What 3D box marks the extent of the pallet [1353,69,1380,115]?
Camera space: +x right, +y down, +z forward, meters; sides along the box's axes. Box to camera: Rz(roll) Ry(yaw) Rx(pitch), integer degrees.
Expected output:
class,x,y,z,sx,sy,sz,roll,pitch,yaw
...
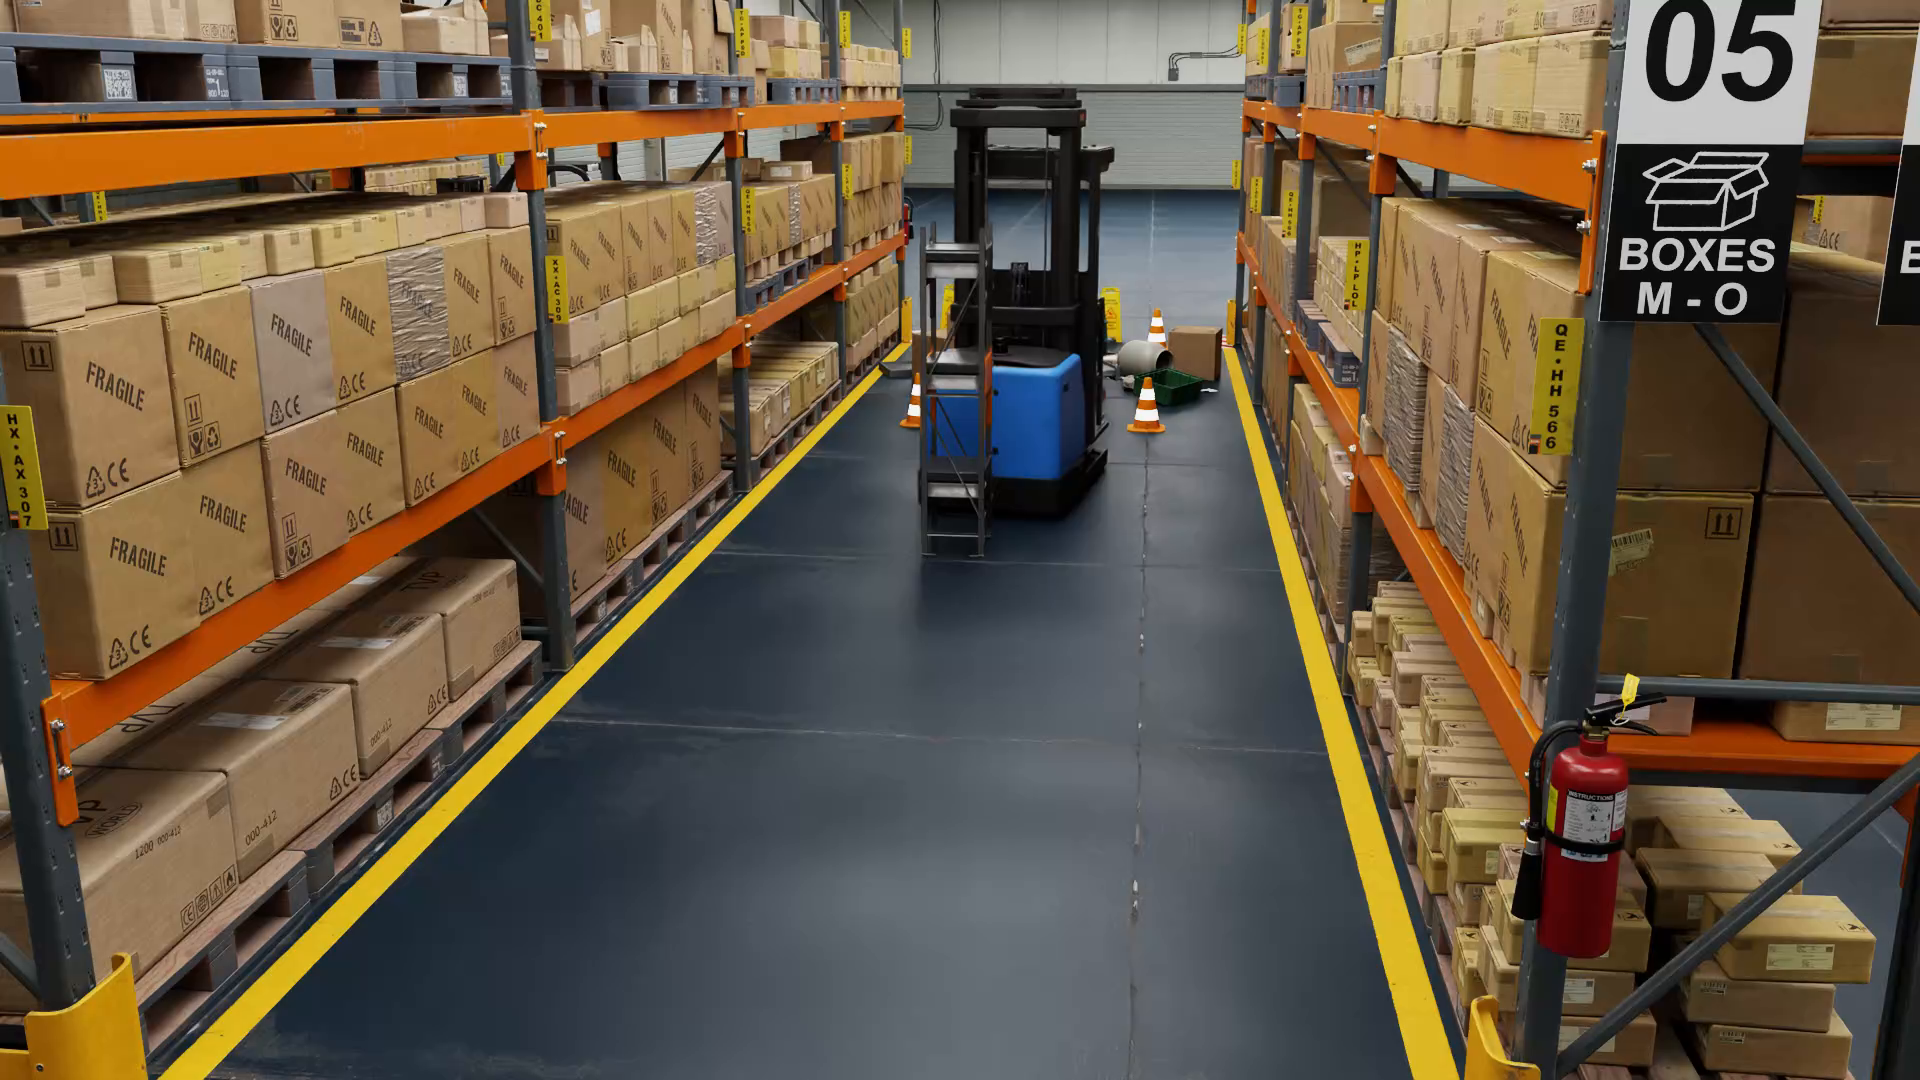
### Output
class,x,y,z,sx,sy,sz,roll,pitch,yaw
pallet,2.583,-2.179,8.088,1.213,0.211,1.003,2,15,6

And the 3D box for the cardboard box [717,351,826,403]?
class,x,y,z,sx,sy,sz,roll,pitch,yaw
cardboard box,-1.754,-1.471,15.085,0.950,0.372,0.625,3,15,10

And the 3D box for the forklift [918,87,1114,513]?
class,x,y,z,sx,sy,sz,roll,pitch,yaw
forklift,0.554,-1.941,12.726,1.130,2.935,3.031,4,16,14

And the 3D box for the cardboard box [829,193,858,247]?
class,x,y,z,sx,sy,sz,roll,pitch,yaw
cardboard box,-1.293,-3.157,16.330,0.500,0.500,0.500,2,15,6

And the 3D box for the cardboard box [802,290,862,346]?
class,x,y,z,sx,sy,sz,roll,pitch,yaw
cardboard box,-1.285,-2.242,16.733,0.500,0.500,0.500,2,15,9

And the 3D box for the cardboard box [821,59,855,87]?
class,x,y,z,sx,sy,sz,roll,pitch,yaw
cardboard box,-1.298,-4.485,15.971,0.500,0.250,0.500,1,15,5

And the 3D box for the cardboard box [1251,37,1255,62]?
class,x,y,z,sx,sy,sz,roll,pitch,yaw
cardboard box,3.340,-5.167,17.500,0.500,0.250,0.500,2,15,6

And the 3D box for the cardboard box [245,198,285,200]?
class,x,y,z,sx,sy,sz,roll,pitch,yaw
cardboard box,-6.359,-3.069,15.332,0.380,0.149,0.250,1,15,5

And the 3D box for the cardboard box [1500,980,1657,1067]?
class,x,y,z,sx,sy,sz,roll,pitch,yaw
cardboard box,1.809,1.403,4.883,0.380,0.149,0.250,2,15,7

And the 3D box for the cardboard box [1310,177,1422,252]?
class,x,y,z,sx,sy,sz,roll,pitch,yaw
cardboard box,2.920,-2.349,11.997,0.700,0.500,0.500,2,15,6

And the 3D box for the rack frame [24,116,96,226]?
class,x,y,z,sx,sy,sz,roll,pitch,yaw
rack frame,-7.003,-1.967,12.690,1.000,3.000,0.127,2,15,6

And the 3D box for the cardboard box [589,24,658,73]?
class,x,y,z,sx,sy,sz,roll,pitch,yaw
cardboard box,-1.968,-2.834,9.602,0.396,0.266,0.258,3,15,11

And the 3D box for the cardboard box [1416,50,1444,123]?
class,x,y,z,sx,sy,sz,roll,pitch,yaw
cardboard box,1.968,-1.664,6.108,0.500,0.250,0.500,2,15,9

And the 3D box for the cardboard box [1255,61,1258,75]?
class,x,y,z,sx,sy,sz,roll,pitch,yaw
cardboard box,3.176,-4.752,16.727,0.380,0.149,0.250,2,15,6

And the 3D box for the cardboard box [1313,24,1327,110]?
class,x,y,z,sx,sy,sz,roll,pitch,yaw
cardboard box,2.481,-2.928,10.307,0.500,0.500,0.500,2,15,6

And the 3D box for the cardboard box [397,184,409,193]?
class,x,y,z,sx,sy,sz,roll,pitch,yaw
cardboard box,-6.092,-3.706,17.688,0.380,0.149,0.250,2,15,6

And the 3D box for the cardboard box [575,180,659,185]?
class,x,y,z,sx,sy,sz,roll,pitch,yaw
cardboard box,-2.369,-2.232,11.563,0.500,0.500,0.500,1,15,4

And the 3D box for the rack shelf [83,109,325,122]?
class,x,y,z,sx,sy,sz,roll,pitch,yaw
rack shelf,-6.777,-3.587,14.311,1.077,0.370,4.000,2,15,6

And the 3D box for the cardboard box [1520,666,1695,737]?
class,x,y,z,sx,sy,sz,roll,pitch,yaw
cardboard box,1.712,0.401,4.414,0.380,0.149,0.250,2,15,6

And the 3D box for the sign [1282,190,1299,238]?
class,x,y,z,sx,sy,sz,roll,pitch,yaw
sign,2.307,-2.277,11.617,0.100,0.325,0.005,2,15,6

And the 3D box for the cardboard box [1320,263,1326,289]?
class,x,y,z,sx,sy,sz,roll,pitch,yaw
cardboard box,2.577,-1.738,10.948,0.380,0.149,0.250,2,15,9

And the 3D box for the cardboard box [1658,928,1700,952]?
class,x,y,z,sx,sy,sz,roll,pitch,yaw
cardboard box,2.358,1.205,5.047,0.380,0.149,0.250,2,15,6

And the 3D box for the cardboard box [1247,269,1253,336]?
class,x,y,z,sx,sy,sz,roll,pitch,yaw
cardboard box,3.751,-2.776,18.949,0.875,0.875,0.875,2,15,7

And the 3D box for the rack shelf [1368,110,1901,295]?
class,x,y,z,sx,sy,sz,roll,pitch,yaw
rack shelf,2.182,-1.247,5.658,1.077,0.370,4.000,2,15,6

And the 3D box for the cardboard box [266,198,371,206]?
class,x,y,z,sx,sy,sz,roll,pitch,yaw
cardboard box,-2.815,-1.420,7.316,0.380,0.149,0.250,2,15,6

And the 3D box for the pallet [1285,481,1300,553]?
class,x,y,z,sx,sy,sz,roll,pitch,yaw
pallet,2.769,-0.154,11.326,1.003,0.211,1.213,2,15,6

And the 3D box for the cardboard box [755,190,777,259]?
class,x,y,z,sx,sy,sz,roll,pitch,yaw
cardboard box,-1.738,-2.462,12.954,0.500,0.500,0.500,2,15,9

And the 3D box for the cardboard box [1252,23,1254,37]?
class,x,y,z,sx,sy,sz,roll,pitch,yaw
cardboard box,3.292,-5.399,17.593,0.380,0.149,0.250,1,15,5

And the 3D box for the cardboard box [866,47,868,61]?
class,x,y,z,sx,sy,sz,roll,pitch,yaw
cardboard box,-1.166,-5.049,17.294,0.380,0.149,0.250,2,15,7

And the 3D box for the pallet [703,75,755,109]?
class,x,y,z,sx,sy,sz,roll,pitch,yaw
pallet,-2.091,-3.010,11.163,1.213,0.211,1.003,2,15,9

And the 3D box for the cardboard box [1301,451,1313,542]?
class,x,y,z,sx,sy,sz,roll,pitch,yaw
cardboard box,2.419,-0.259,10.356,0.500,0.500,0.500,1,15,5

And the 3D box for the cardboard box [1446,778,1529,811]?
class,x,y,z,sx,sy,sz,roll,pitch,yaw
cardboard box,1.845,0.914,5.551,0.380,0.149,0.250,1,15,4

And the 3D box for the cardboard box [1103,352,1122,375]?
class,x,y,z,sx,sy,sz,roll,pitch,yaw
cardboard box,1.674,-1.920,17.754,0.396,0.266,0.258,4,16,16

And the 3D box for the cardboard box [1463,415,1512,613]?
class,x,y,z,sx,sy,sz,roll,pitch,yaw
cardboard box,1.815,-0.077,4.938,0.500,0.500,0.500,1,15,5

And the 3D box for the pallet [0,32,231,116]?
class,x,y,z,sx,sy,sz,roll,pitch,yaw
pallet,-2.900,-1.345,4.813,1.003,0.211,1.213,2,15,6

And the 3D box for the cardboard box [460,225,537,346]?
class,x,y,z,sx,sy,sz,roll,pitch,yaw
cardboard box,-2.301,-1.185,7.690,0.500,0.500,0.500,2,15,6

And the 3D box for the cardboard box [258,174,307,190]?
class,x,y,z,sx,sy,sz,roll,pitch,yaw
cardboard box,-6.816,-3.601,16.730,0.380,0.149,0.250,2,15,6

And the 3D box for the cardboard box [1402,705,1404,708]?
class,x,y,z,sx,sy,sz,roll,pitch,yaw
cardboard box,2.084,0.652,7.091,0.380,0.149,0.250,1,15,3

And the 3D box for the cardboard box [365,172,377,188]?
class,x,y,z,sx,sy,sz,roll,pitch,yaw
cardboard box,-6.261,-3.720,17.170,0.380,0.149,0.250,1,15,5

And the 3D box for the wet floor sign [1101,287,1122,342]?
class,x,y,z,sx,sy,sz,roll,pitch,yaw
wet floor sign,1.798,-2.707,19.935,0.267,0.644,0.232,-1,15,-3

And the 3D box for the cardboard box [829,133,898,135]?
class,x,y,z,sx,sy,sz,roll,pitch,yaw
cardboard box,-1.073,-4.301,18.646,0.700,0.500,0.500,2,15,7

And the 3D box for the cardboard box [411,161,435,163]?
class,x,y,z,sx,sy,sz,roll,pitch,yaw
cardboard box,-6.443,-4.399,19.680,0.380,0.149,0.250,2,15,8

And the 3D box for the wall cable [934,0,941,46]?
class,x,y,z,sx,sy,sz,roll,pitch,yaw
wall cable,0.645,-16.149,49.919,3.097,2.526,0.112,2,15,6

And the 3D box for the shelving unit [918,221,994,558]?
class,x,y,z,sx,sy,sz,roll,pitch,yaw
shelving unit,-0.019,-0.971,10.729,0.431,2.100,0.503,2,15,6

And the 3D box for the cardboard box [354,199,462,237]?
class,x,y,z,sx,sy,sz,roll,pitch,yaw
cardboard box,-2.416,-1.410,7.279,0.380,0.149,0.250,2,15,6

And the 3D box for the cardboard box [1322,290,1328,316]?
class,x,y,z,sx,sy,sz,roll,pitch,yaw
cardboard box,2.548,-1.534,10.766,0.380,0.149,0.250,2,15,9

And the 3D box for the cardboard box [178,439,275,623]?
class,x,y,z,sx,sy,sz,roll,pitch,yaw
cardboard box,-2.605,-0.043,5.384,0.500,0.500,0.500,1,15,5

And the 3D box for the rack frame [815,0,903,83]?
class,x,y,z,sx,sy,sz,roll,pitch,yaw
rack frame,-1.168,-6.793,19.044,1.000,3.000,0.127,2,15,6

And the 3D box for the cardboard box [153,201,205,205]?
class,x,y,z,sx,sy,sz,roll,pitch,yaw
cardboard box,-7.001,-2.952,14.899,0.380,0.149,0.250,2,15,6

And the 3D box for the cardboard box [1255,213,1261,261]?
class,x,y,z,sx,sy,sz,roll,pitch,yaw
cardboard box,3.380,-3.052,16.413,0.875,0.550,0.550,2,15,6

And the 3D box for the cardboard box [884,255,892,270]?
class,x,y,z,sx,sy,sz,roll,pitch,yaw
cardboard box,-0.974,-3.135,18.792,0.380,0.149,0.250,2,15,8

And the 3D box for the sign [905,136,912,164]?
class,x,y,z,sx,sy,sz,roll,pitch,yaw
sign,-0.619,-4.587,19.555,0.100,0.325,0.005,2,15,6

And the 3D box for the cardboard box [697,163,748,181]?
class,x,y,z,sx,sy,sz,roll,pitch,yaw
cardboard box,-2.044,-3.171,14.333,0.380,0.149,0.250,3,15,9

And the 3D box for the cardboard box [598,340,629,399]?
class,x,y,z,sx,sy,sz,roll,pitch,yaw
cardboard box,-2.153,-0.953,9.226,0.500,0.250,0.500,1,15,5

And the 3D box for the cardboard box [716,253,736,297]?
class,x,y,z,sx,sy,sz,roll,pitch,yaw
cardboard box,-1.873,-1.858,11.615,0.500,0.250,0.500,2,15,6

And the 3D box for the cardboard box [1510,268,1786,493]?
class,x,y,z,sx,sy,sz,roll,pitch,yaw
cardboard box,1.761,-0.428,4.321,0.500,0.500,0.500,1,15,5
